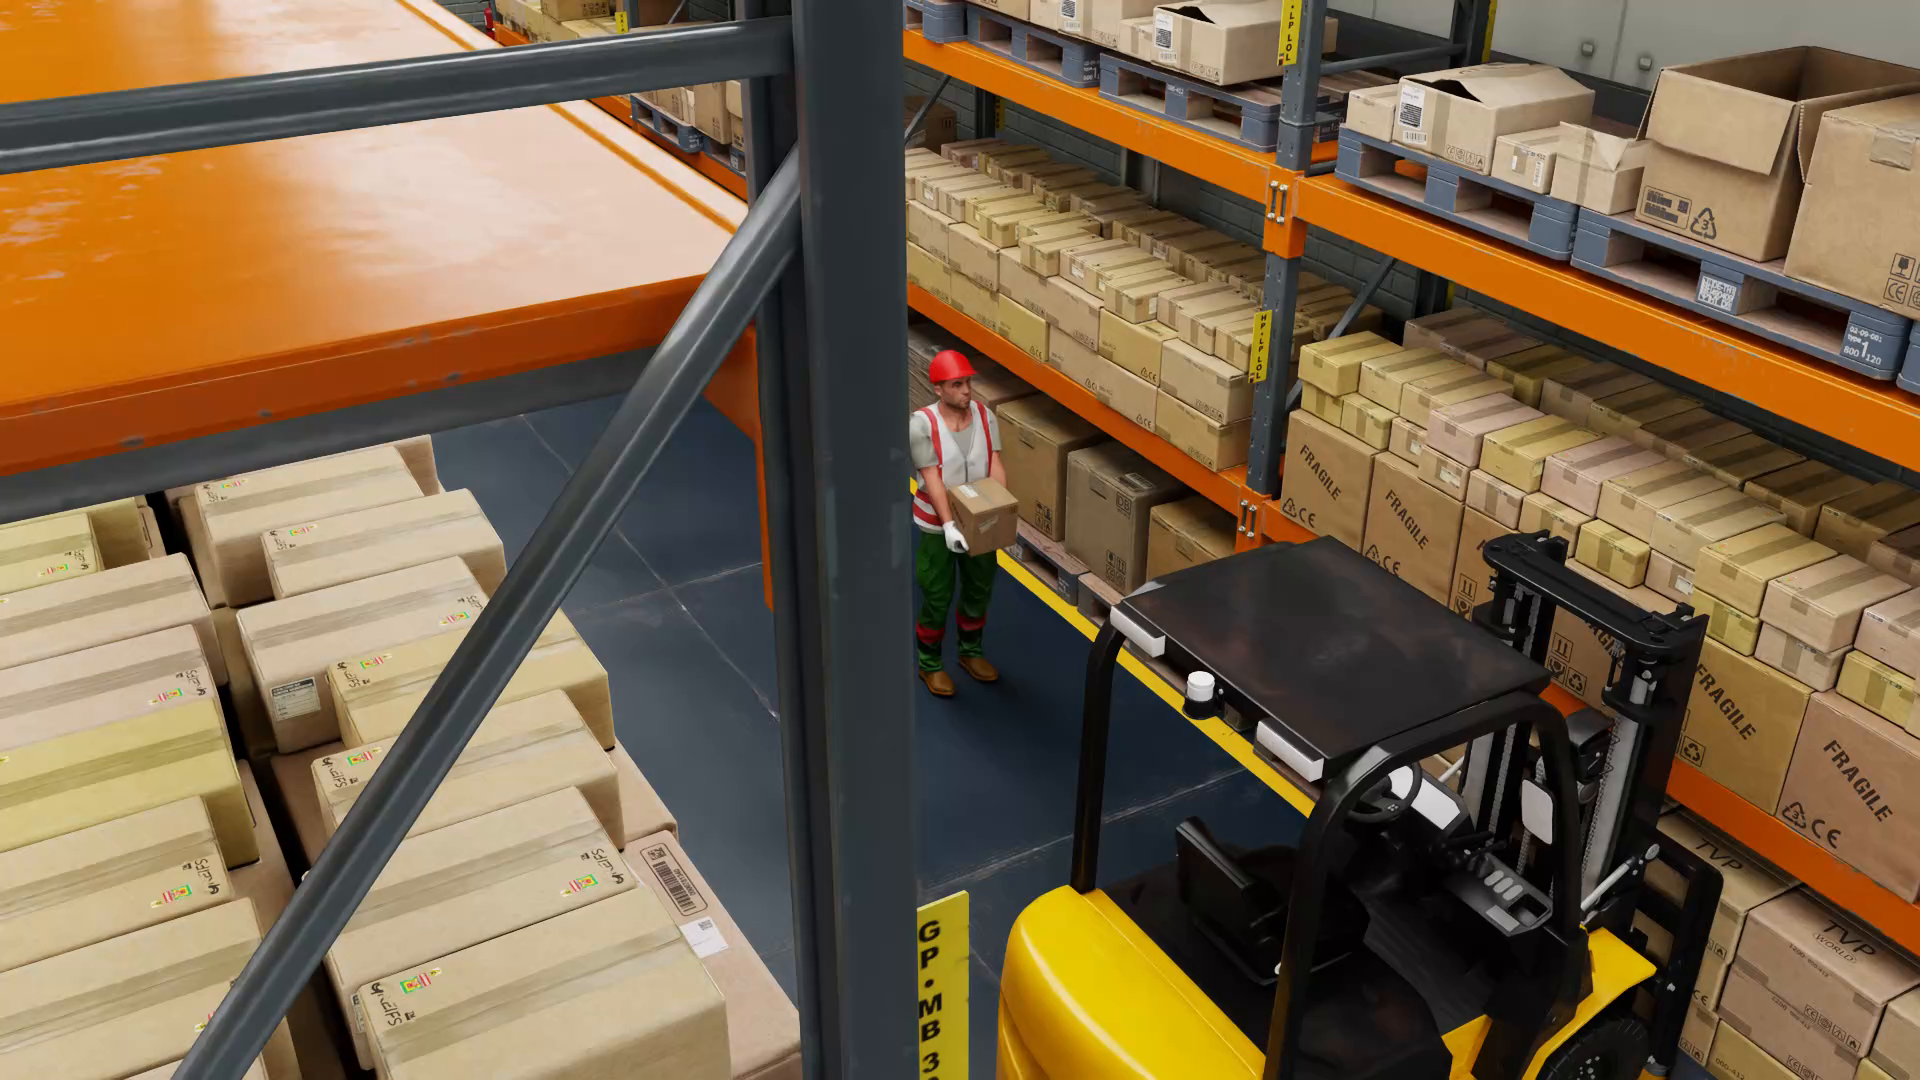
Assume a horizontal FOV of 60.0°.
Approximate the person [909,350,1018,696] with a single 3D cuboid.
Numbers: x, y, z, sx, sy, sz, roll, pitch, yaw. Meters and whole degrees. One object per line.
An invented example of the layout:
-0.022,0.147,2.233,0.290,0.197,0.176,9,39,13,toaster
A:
0.030,-0.045,8.189,0.494,1.782,0.561,-15,32,-25,person
